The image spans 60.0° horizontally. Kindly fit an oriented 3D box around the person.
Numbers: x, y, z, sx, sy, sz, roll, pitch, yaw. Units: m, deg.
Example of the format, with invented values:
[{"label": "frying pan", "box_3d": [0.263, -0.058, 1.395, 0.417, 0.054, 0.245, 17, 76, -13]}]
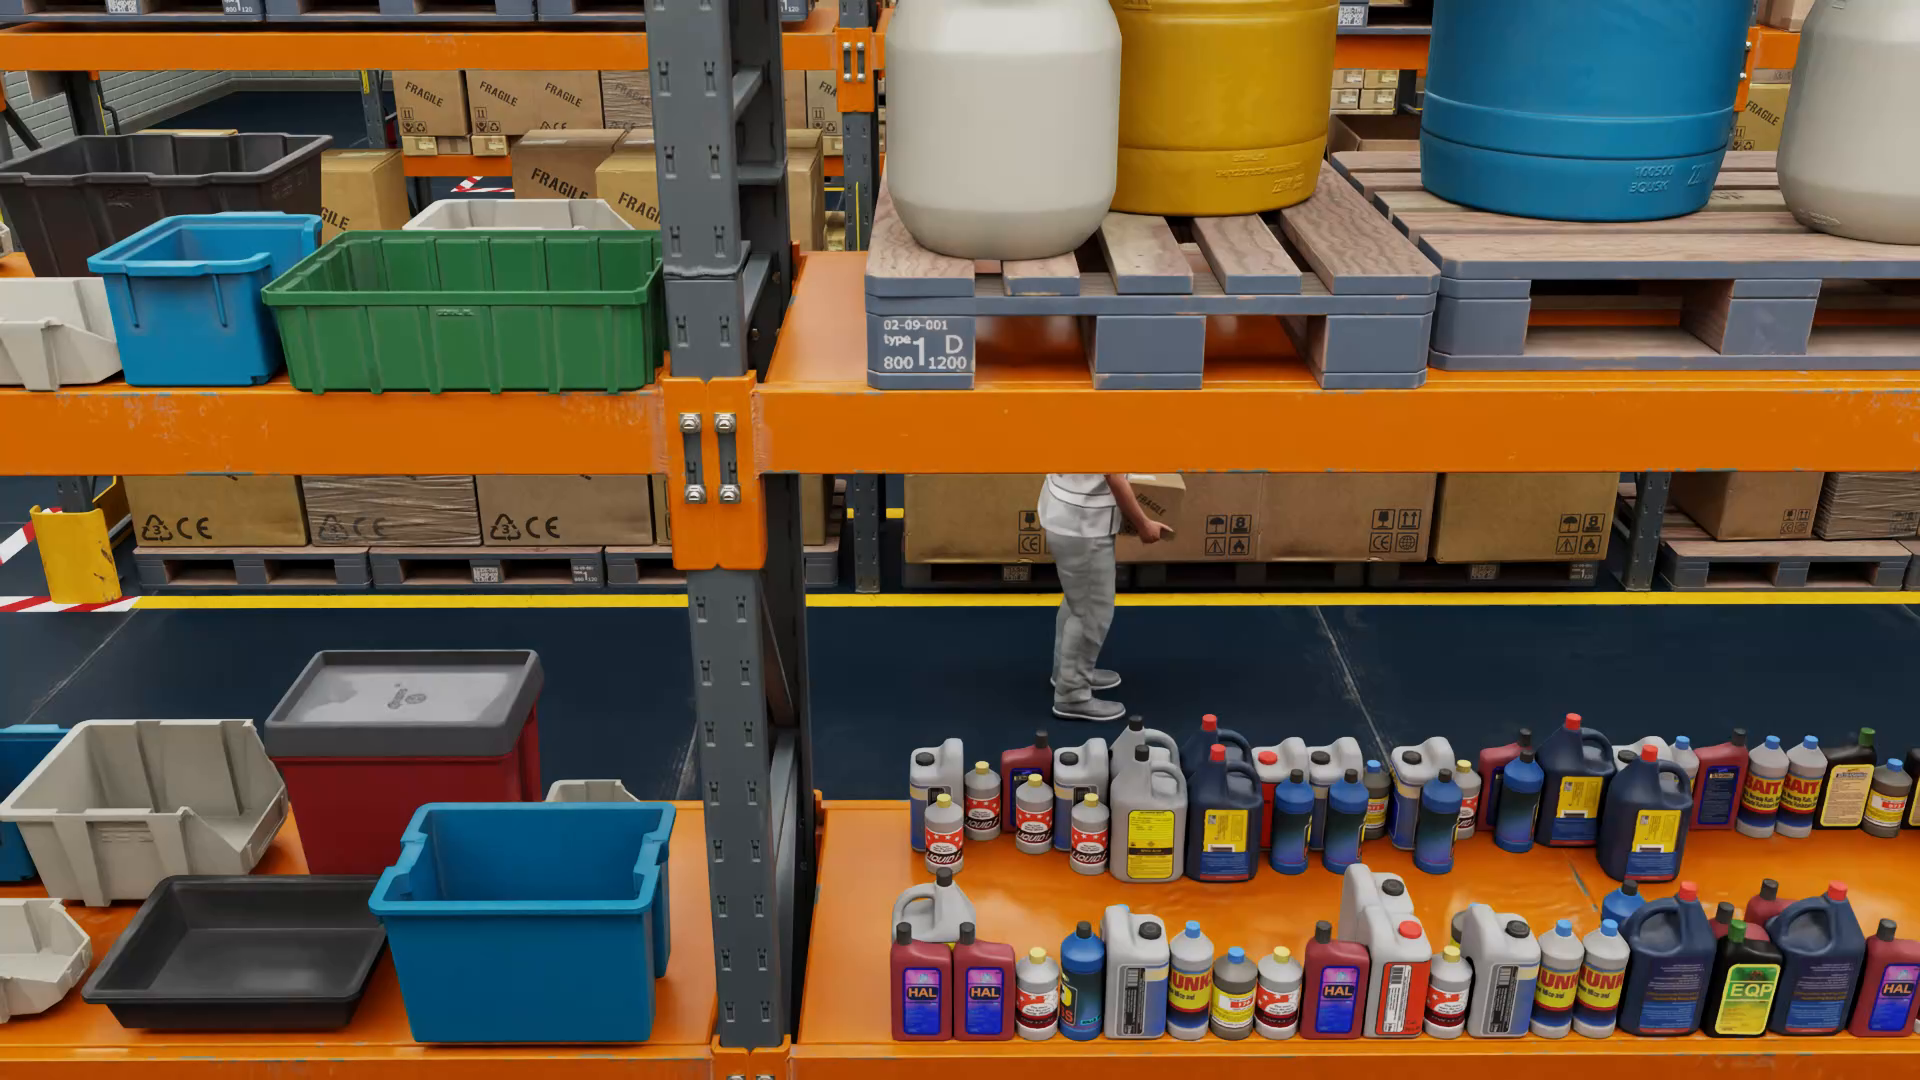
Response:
[{"label": "person", "box_3d": [0.626, -0.083, 7.265, 0.569, 1.771, 0.490, -1, 24, -2]}]
